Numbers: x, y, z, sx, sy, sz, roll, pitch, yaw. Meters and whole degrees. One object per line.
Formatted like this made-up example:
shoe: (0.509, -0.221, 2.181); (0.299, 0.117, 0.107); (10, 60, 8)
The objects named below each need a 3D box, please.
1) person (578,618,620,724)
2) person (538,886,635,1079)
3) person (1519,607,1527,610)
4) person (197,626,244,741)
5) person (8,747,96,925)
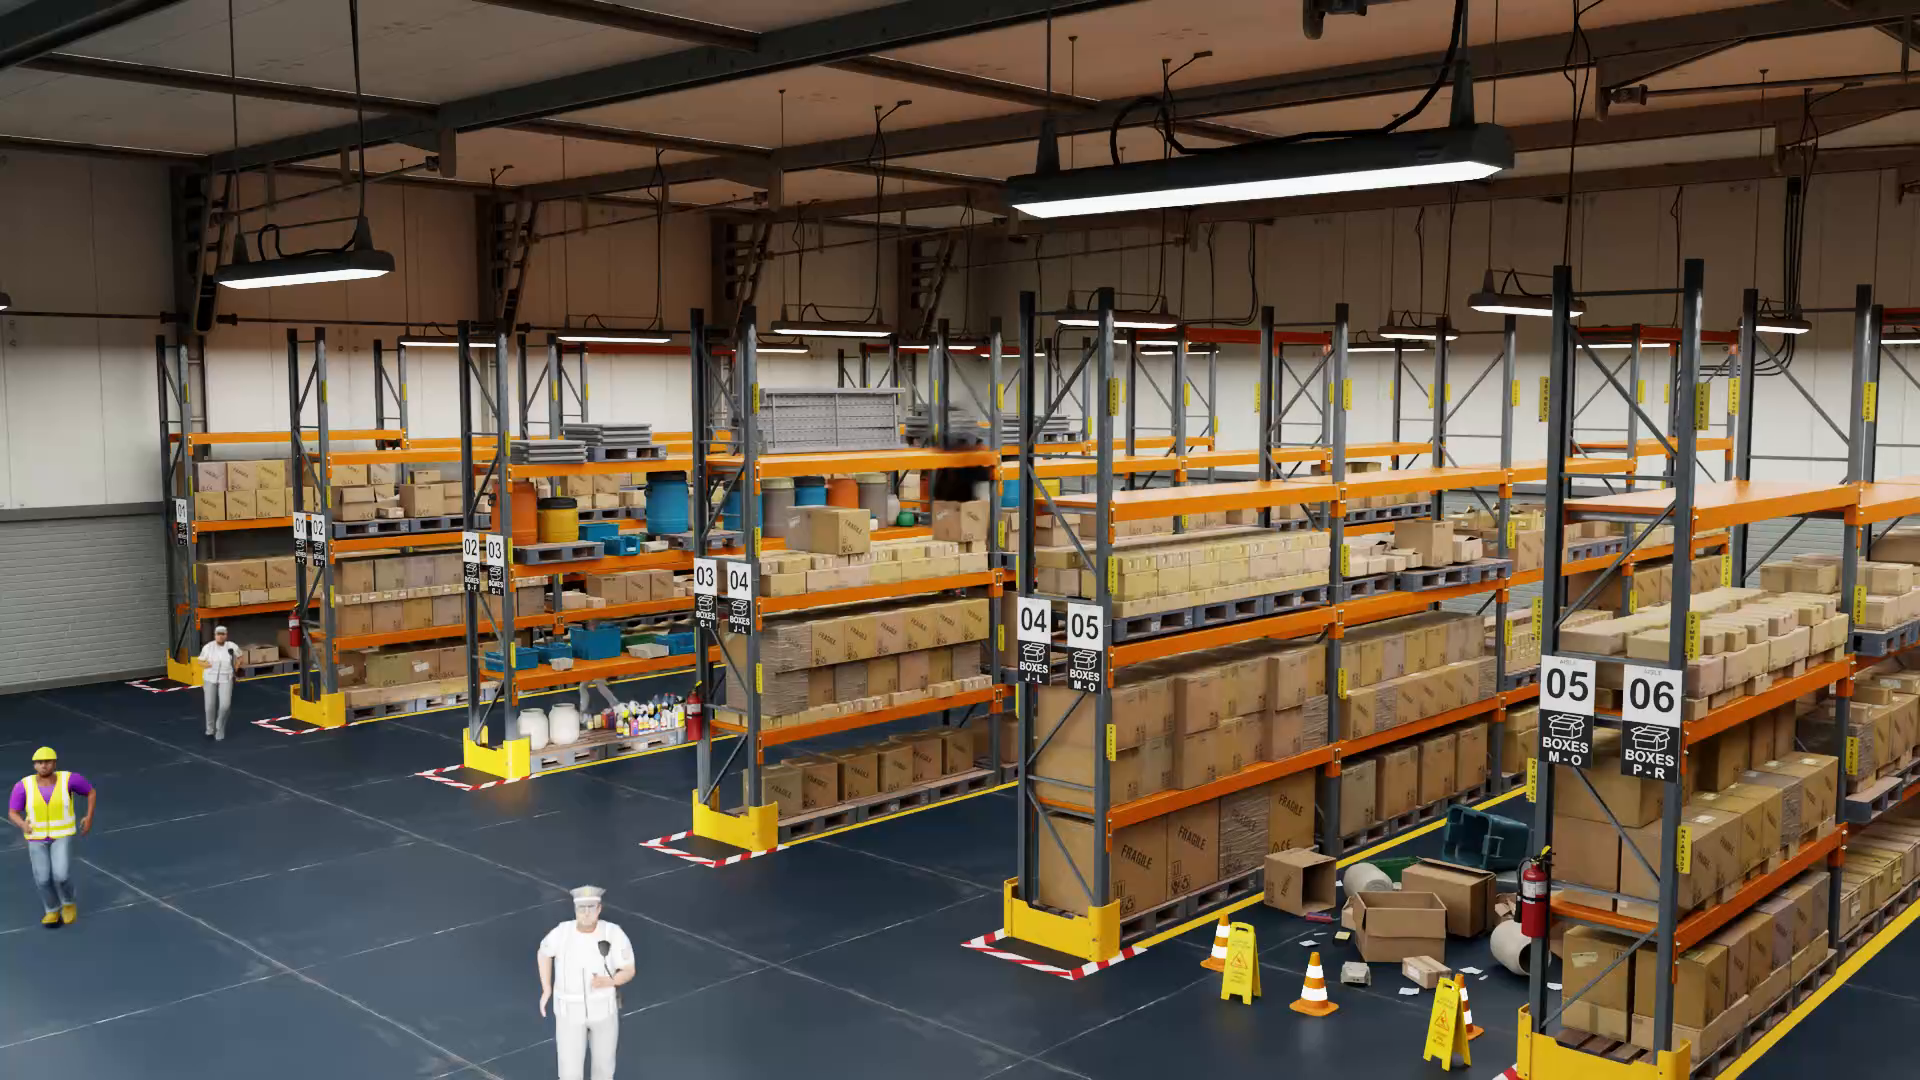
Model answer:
person: (-5.521, 1.989, 25.262); (0.516, 1.622, 0.759); (5, 7, 44)
person: (-2.524, 3.235, 11.272); (0.638, 1.856, 0.794); (-1, 6, -14)
person: (9.026, 1.871, 26.553); (0.612, 1.637, 0.601); (5, 7, 44)
person: (-10.755, 2.097, 24.203); (0.605, 1.685, 0.685); (-2, 6, -19)
person: (-8.589, 2.818, 15.734); (0.723, 1.745, 0.639); (-2, 6, -22)
